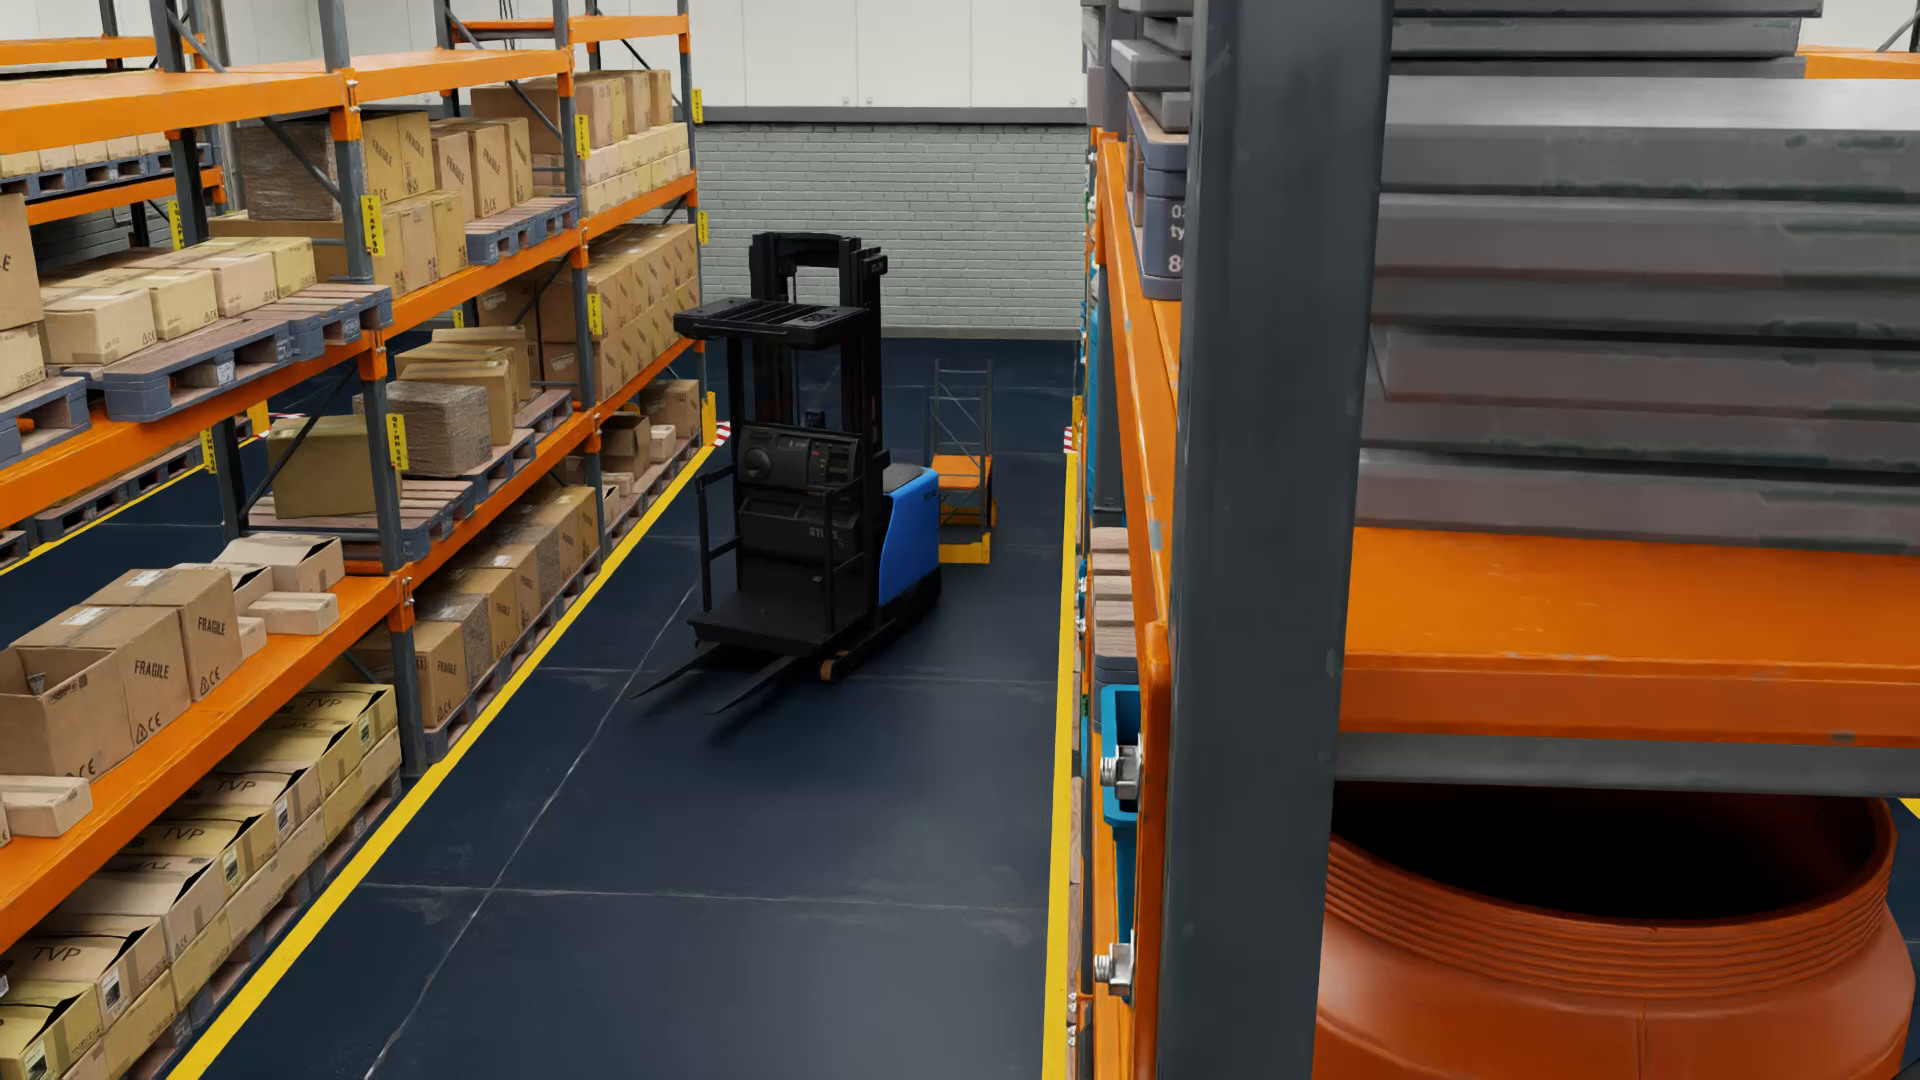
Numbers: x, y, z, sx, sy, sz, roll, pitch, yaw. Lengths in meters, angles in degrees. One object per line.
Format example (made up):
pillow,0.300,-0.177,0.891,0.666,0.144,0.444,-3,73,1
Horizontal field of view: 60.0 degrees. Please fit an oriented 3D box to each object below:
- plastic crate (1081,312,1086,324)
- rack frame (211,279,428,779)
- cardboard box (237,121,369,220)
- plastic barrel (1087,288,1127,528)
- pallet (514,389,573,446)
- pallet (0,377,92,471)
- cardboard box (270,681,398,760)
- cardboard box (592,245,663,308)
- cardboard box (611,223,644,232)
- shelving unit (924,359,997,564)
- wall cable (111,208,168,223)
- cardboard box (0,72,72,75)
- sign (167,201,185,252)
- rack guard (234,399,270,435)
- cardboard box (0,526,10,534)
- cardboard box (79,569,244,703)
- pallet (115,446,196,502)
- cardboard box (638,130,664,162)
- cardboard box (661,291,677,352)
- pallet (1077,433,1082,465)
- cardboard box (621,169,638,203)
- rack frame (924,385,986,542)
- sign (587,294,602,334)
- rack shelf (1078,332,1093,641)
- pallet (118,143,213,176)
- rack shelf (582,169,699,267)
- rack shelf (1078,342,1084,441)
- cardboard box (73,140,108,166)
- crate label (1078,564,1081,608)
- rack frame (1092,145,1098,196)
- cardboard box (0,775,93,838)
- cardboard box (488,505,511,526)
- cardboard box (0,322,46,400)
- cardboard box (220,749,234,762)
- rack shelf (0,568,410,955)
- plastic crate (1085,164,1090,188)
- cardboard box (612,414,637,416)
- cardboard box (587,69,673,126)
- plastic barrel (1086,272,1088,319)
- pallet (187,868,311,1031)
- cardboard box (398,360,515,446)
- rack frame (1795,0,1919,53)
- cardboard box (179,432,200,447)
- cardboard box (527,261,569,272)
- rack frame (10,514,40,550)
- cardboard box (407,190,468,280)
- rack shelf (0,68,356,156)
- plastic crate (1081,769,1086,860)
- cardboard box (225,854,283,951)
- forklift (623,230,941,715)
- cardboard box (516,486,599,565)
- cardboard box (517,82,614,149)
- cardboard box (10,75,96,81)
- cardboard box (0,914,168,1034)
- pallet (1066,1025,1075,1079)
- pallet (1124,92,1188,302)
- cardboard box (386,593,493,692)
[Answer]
plastic crate,1.373,-2.064,16.078,0.416,0.233,0.300,1,18,4
rack frame,-3.747,-0.016,9.655,1.000,3.000,0.127,1,18,4
cardboard box,-3.710,-2.099,9.429,0.500,0.500,0.500,1,18,4
plastic barrel,0.726,-0.488,5.474,0.600,0.901,0.708,1,18,4
pallet,-3.627,-0.921,12.726,1.003,0.211,1.213,1,18,4
pallet,-3.984,-0.382,6.263,0.805,0.209,1.217,1,18,2
cardboard box,-3.539,0.993,9.417,0.500,0.311,0.500,2,18,5
cardboard box,-3.036,-2.401,15.168,0.500,0.500,0.500,2,18,6
cardboard box,-3.469,-2.891,16.663,0.500,0.500,0.500,2,18,6
shelving unit,-0.005,-0.689,14.117,0.587,1.500,1.083,1,18,4
wall cable,-8.967,-3.512,18.691,0.084,1.984,1.851,1,18,4
cardboard box,-8.489,-4.026,15.276,0.500,0.500,0.500,1,18,4
sign,-4.288,-1.700,9.146,0.100,0.325,0.005,1,18,4
rack guard,-8.113,-1.430,17.983,1.175,0.500,0.348,1,18,4
cardboard box,-8.319,-0.341,13.424,0.750,0.750,0.750,1,18,5
cardboard box,-3.851,0.458,8.048,0.500,0.500,0.500,0,18,1
pallet,-8.184,-0.657,16.089,1.003,0.211,1.213,1,18,4
cardboard box,-3.031,-3.617,15.264,0.500,0.250,0.500,1,18,4
cardboard box,-3.009,-2.087,15.814,0.500,0.500,0.500,1,18,4
pallet,1.669,-0.809,16.552,1.003,0.211,1.213,1,18,4
cardboard box,-3.102,-3.068,14.394,0.500,0.250,0.500,1,18,4
rack frame,-0.043,-0.528,13.627,0.500,1.500,0.032,1,18,4
sign,-2.907,-1.797,13.231,0.100,0.325,0.005,1,18,4
rack shelf,1.050,-0.367,7.063,1.077,0.370,4.000,1,18,4
pallet,-8.158,-3.763,16.414,1.003,0.211,1.213,1,18,4
rack shelf,-3.317,-2.963,14.987,1.077,0.370,4.000,1,18,4
rack shelf,1.623,-1.426,15.113,1.077,0.370,4.000,1,18,4
cardboard box,-8.009,-3.495,14.861,0.500,0.250,0.500,1,18,2
crate label,0.789,0.298,8.966,0.303,0.233,0.416,1,18,4
rack frame,1.193,-2.755,8.380,1.000,3.000,0.127,1,18,4
cardboard box,-3.767,1.075,6.728,0.380,0.149,0.250,1,18,4
cardboard box,-3.765,0.031,12.818,0.500,0.500,0.500,2,18,5
cardboard box,-3.944,-0.689,6.458,0.500,0.250,0.500,0,18,-1
cardboard box,-4.107,1.144,8.955,0.500,0.311,0.500,1,18,3
rack shelf,-3.891,0.947,7.871,1.077,0.370,4.000,1,18,4
plastic crate,1.300,-3.077,14.368,0.437,0.282,0.530,1,18,4
cardboard box,-3.532,-1.085,16.627,0.500,0.250,0.500,1,18,4
cardboard box,-3.194,-4.289,16.111,0.700,0.500,0.500,1,18,4
plastic barrel,0.865,-1.293,8.556,0.421,0.512,0.421,0,18,0
pallet,-3.935,1.942,8.158,1.003,0.211,1.213,1,18,4
cardboard box,-3.526,-0.955,11.686,0.700,0.500,0.500,-3,18,-10
rack frame,6.420,-3.887,11.833,1.000,3.000,0.127,1,18,4
cardboard box,-8.101,-1.247,16.751,0.700,0.500,0.500,1,18,4
cardboard box,-3.648,-2.103,14.257,0.500,0.500,0.500,1,18,3
rack frame,-8.402,-1.368,13.780,1.000,3.000,0.127,1,18,4
cardboard box,-3.676,-1.945,10.564,0.910,0.500,0.500,1,18,4
rack shelf,-3.891,-1.714,6.999,1.077,0.370,4.000,1,18,4
plastic crate,0.636,1.150,5.992,0.402,0.464,0.583,1,18,4
cardboard box,-3.648,1.736,8.049,0.500,0.250,0.500,2,18,5
forklift,-1.222,-0.563,11.433,1.130,2.935,3.031,8,20,23
cardboard box,-3.210,-0.120,13.279,0.500,0.500,0.500,1,18,4
cardboard box,-3.286,-3.510,13.735,0.700,0.500,0.500,1,18,4
cardboard box,-8.010,-3.854,14.751,0.500,0.500,0.500,1,18,4
cardboard box,-3.715,1.789,6.988,0.500,0.311,0.500,1,18,3
pallet,0.924,2.418,6.703,1.003,0.211,1.213,1,18,4
pallet,0.790,-0.596,2.737,1.003,0.211,1.213,1,18,4
cardboard box,-3.398,0.665,10.884,0.500,0.500,0.500,1,18,2
